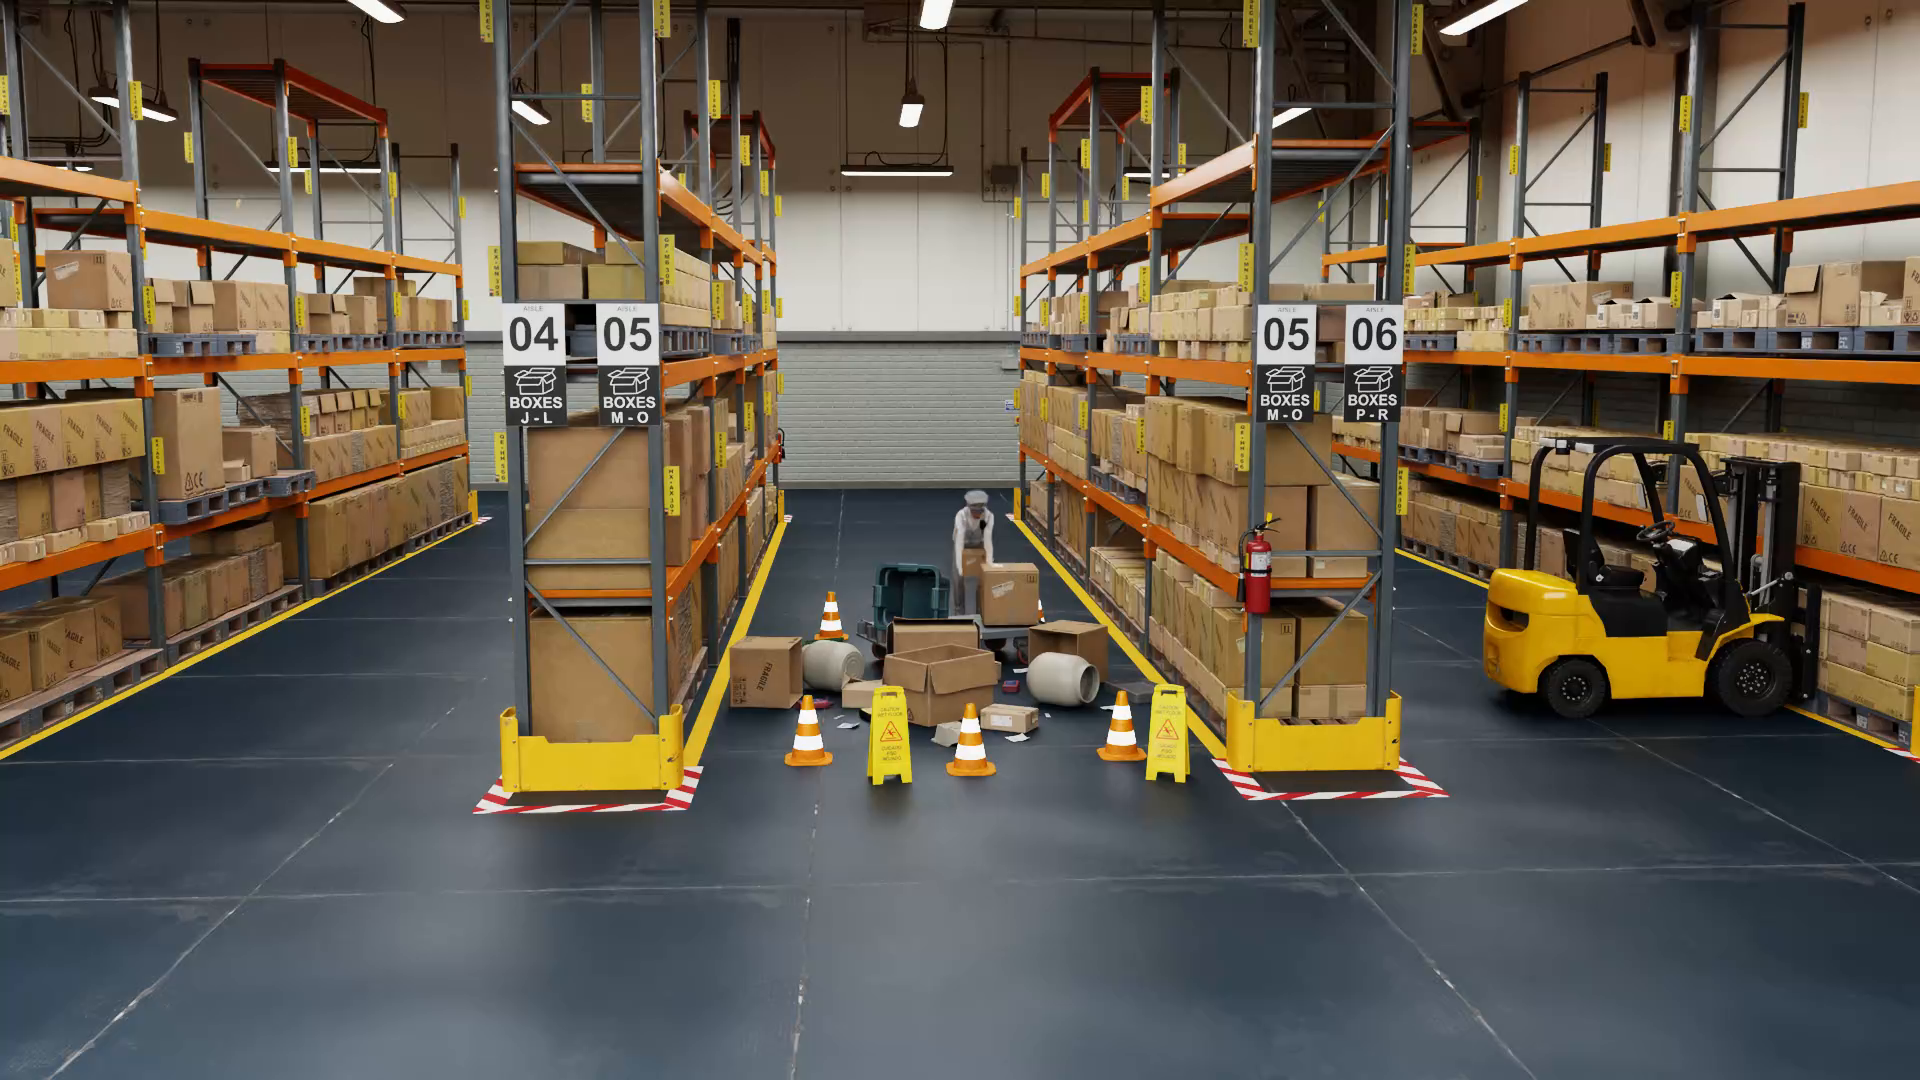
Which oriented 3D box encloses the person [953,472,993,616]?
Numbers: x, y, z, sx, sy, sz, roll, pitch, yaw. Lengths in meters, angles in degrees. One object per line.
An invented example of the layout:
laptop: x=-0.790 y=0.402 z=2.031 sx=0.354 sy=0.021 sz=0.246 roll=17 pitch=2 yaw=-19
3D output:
person: x=0.137 y=0.076 z=17.409 sx=0.409 sy=1.606 sz=0.568 roll=-1 pitch=7 yaw=-5
